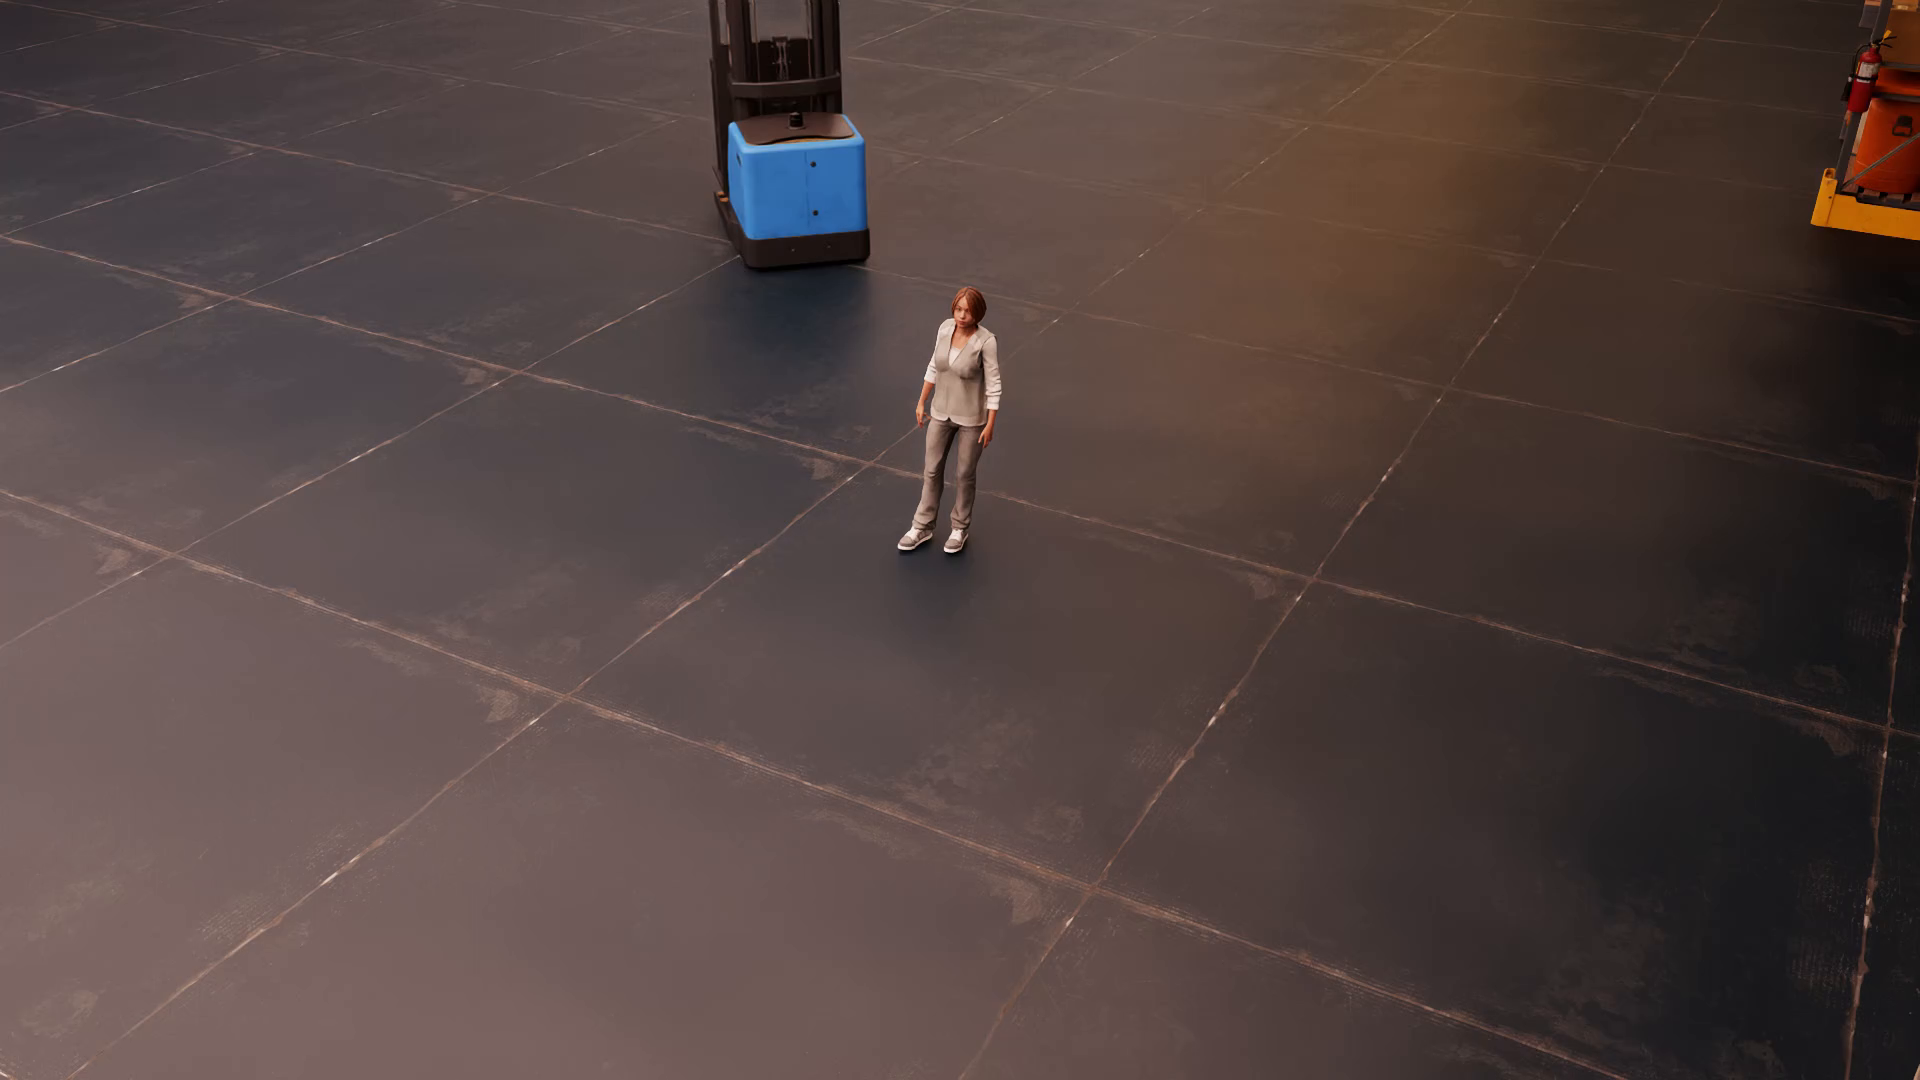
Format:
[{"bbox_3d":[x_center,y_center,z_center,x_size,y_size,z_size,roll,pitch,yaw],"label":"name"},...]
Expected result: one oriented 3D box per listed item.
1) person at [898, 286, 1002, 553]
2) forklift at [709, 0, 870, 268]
[{"bbox_3d":[-0.048,-0.669,9.550,0.520,1.597,0.475,15,33,25],"label":"person"},{"bbox_3d":[-1.629,-4.249,14.432,1.130,2.935,3.031,-8,31,-13],"label":"forklift"}]
